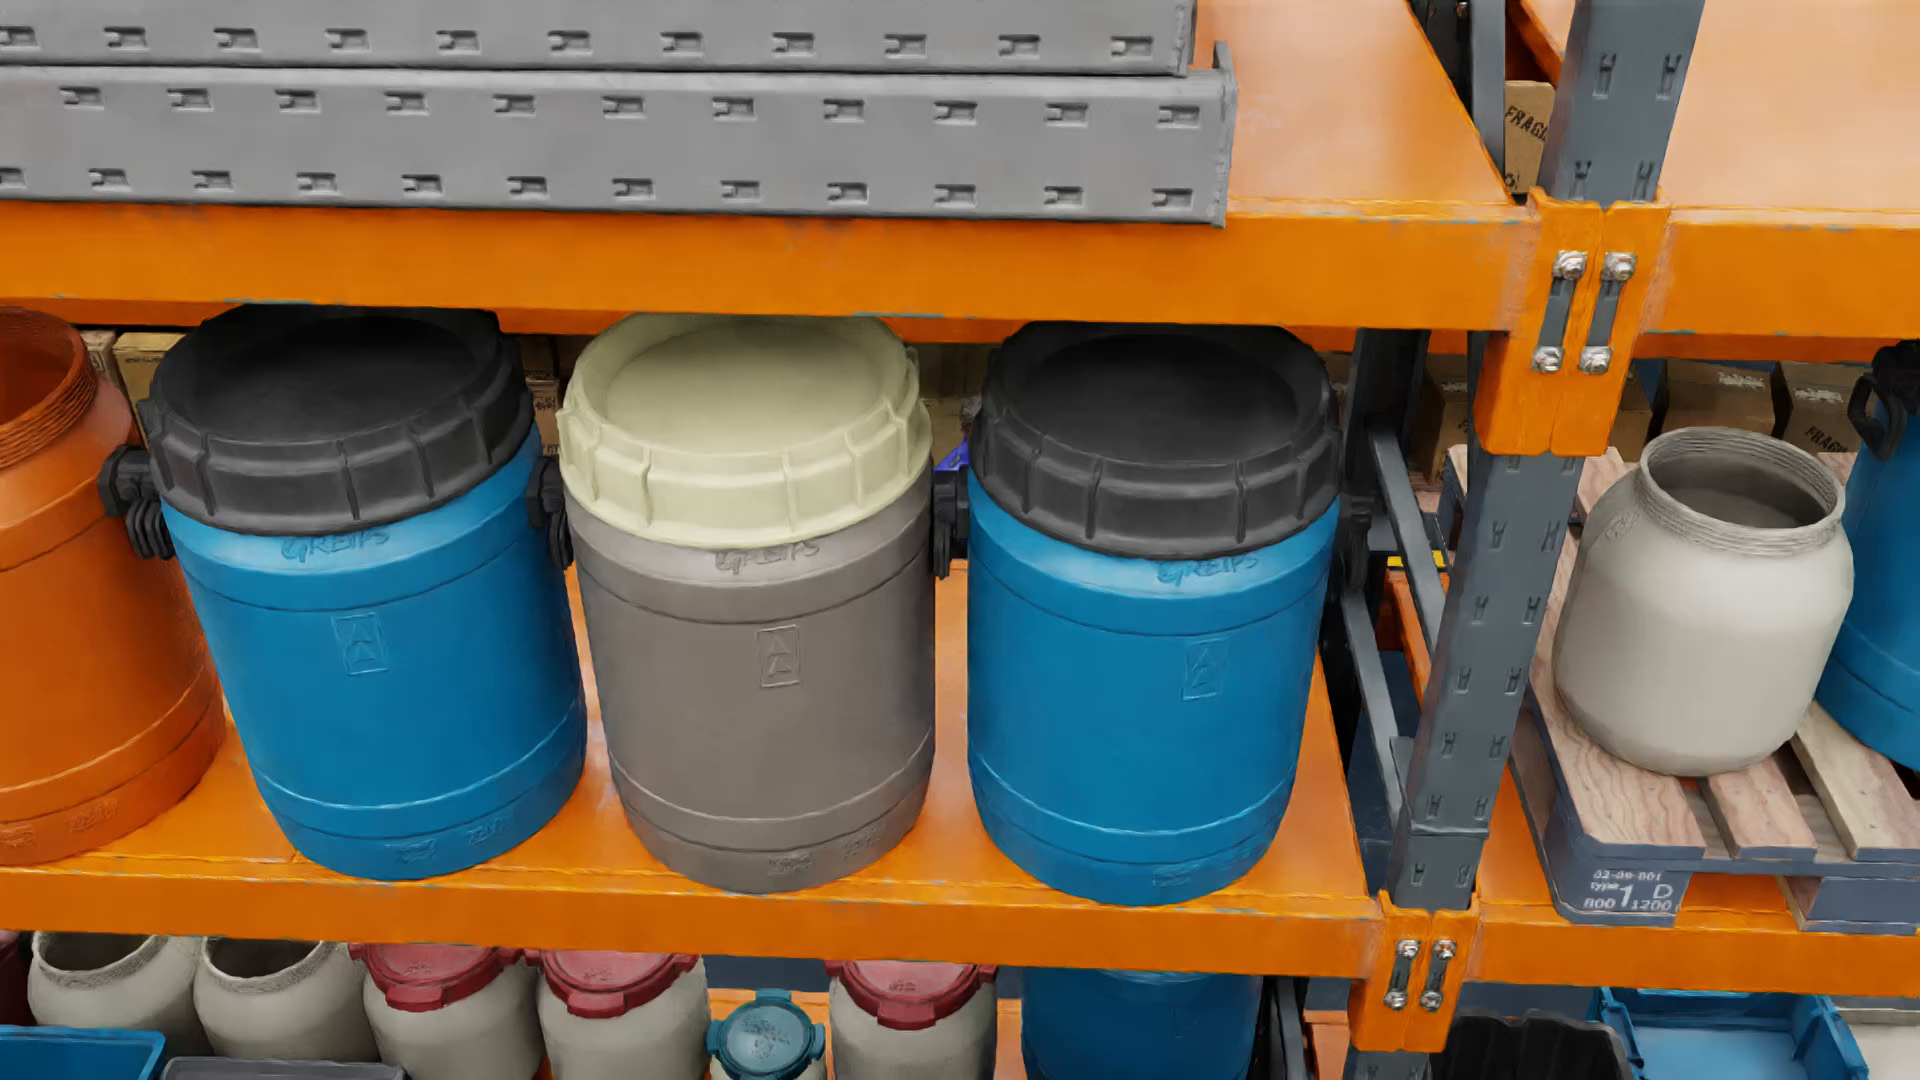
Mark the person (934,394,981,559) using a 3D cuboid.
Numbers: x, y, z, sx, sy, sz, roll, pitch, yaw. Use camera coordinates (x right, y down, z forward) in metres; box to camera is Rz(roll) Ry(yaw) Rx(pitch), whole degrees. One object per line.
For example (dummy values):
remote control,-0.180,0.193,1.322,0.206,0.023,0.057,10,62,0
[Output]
person,0.055,0.065,7.033,0.554,1.650,0.474,24,42,30
